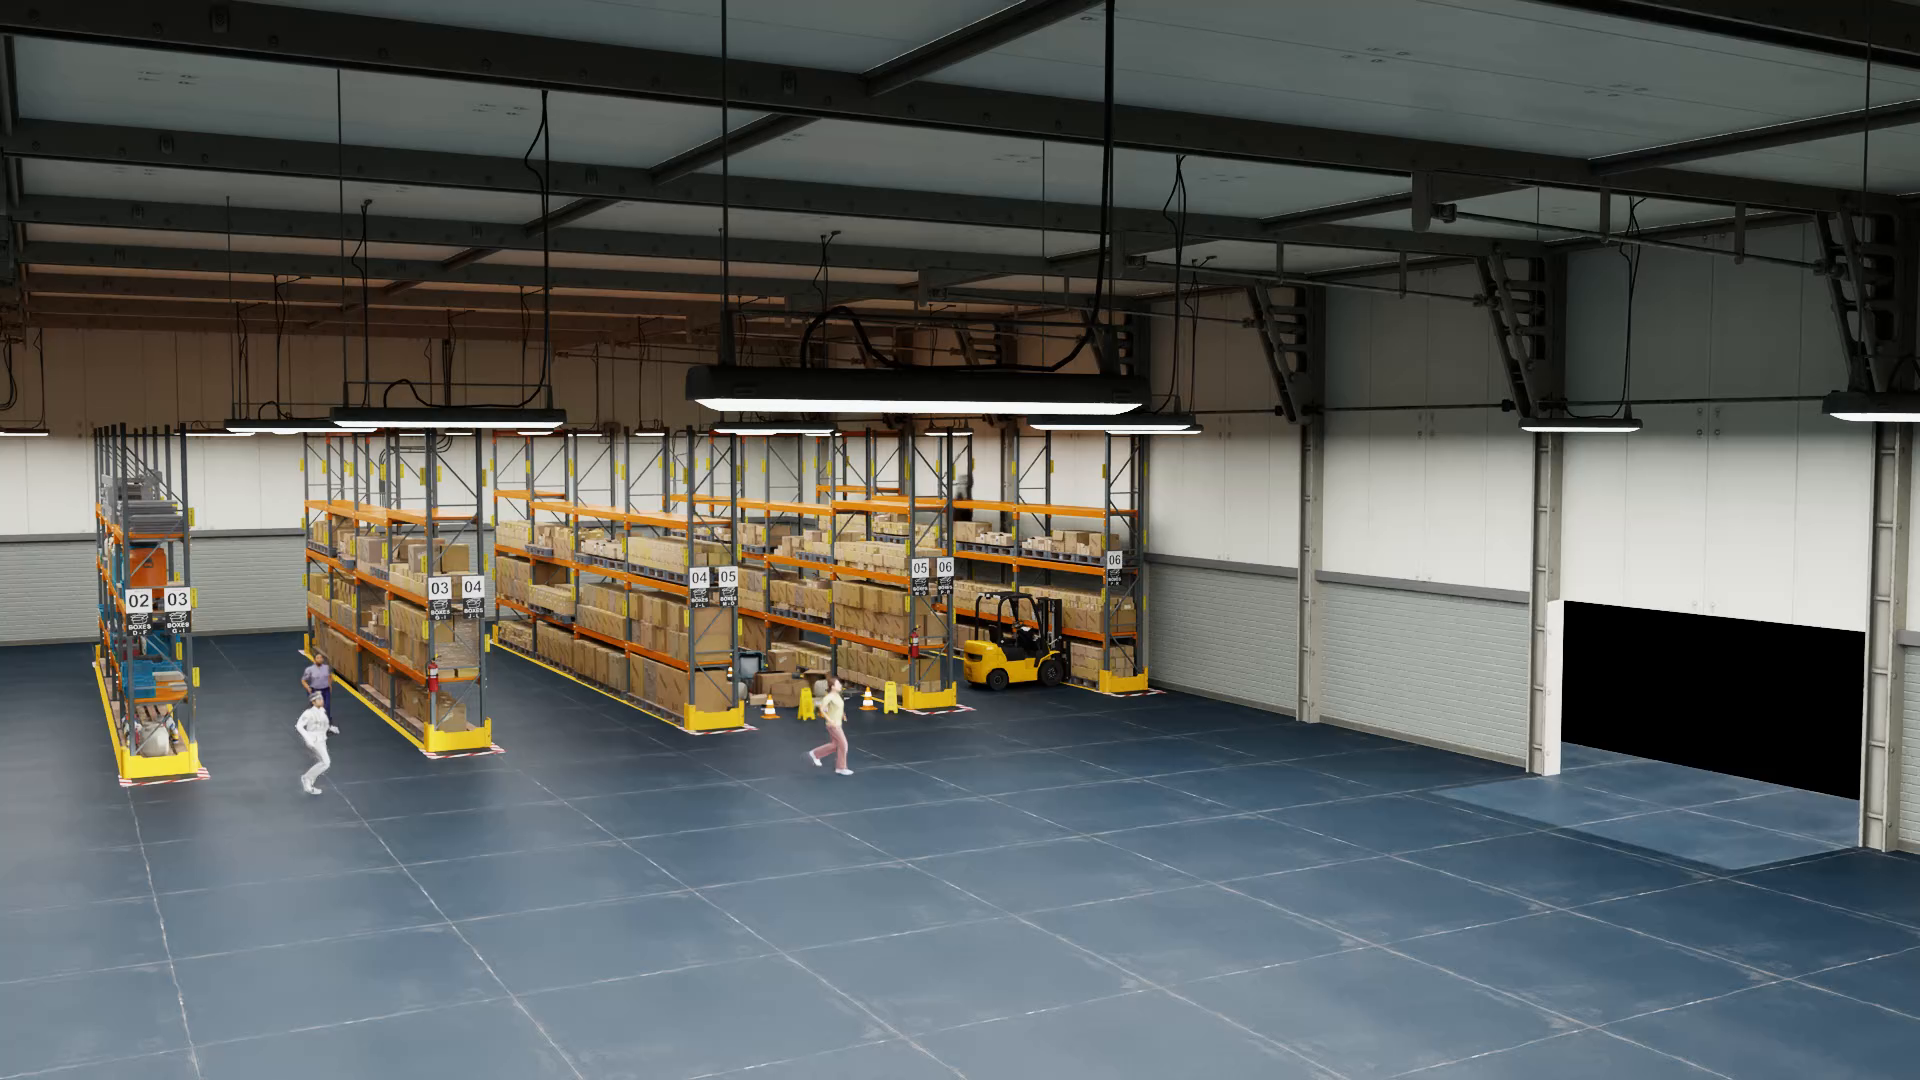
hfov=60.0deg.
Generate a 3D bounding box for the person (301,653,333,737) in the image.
[{"bbox_3d":[-12.403,2.983,32.165,0.612,1.616,0.645,-3,4,-39],"label":"person"}]

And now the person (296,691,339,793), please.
[{"bbox_3d":[-10.344,3.260,26.884,0.549,1.666,0.598,0,3,6],"label":"person"}]

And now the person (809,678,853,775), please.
[{"bbox_3d":[-2.221,3.181,28.512,0.797,1.655,0.596,1,4,12],"label":"person"}]
